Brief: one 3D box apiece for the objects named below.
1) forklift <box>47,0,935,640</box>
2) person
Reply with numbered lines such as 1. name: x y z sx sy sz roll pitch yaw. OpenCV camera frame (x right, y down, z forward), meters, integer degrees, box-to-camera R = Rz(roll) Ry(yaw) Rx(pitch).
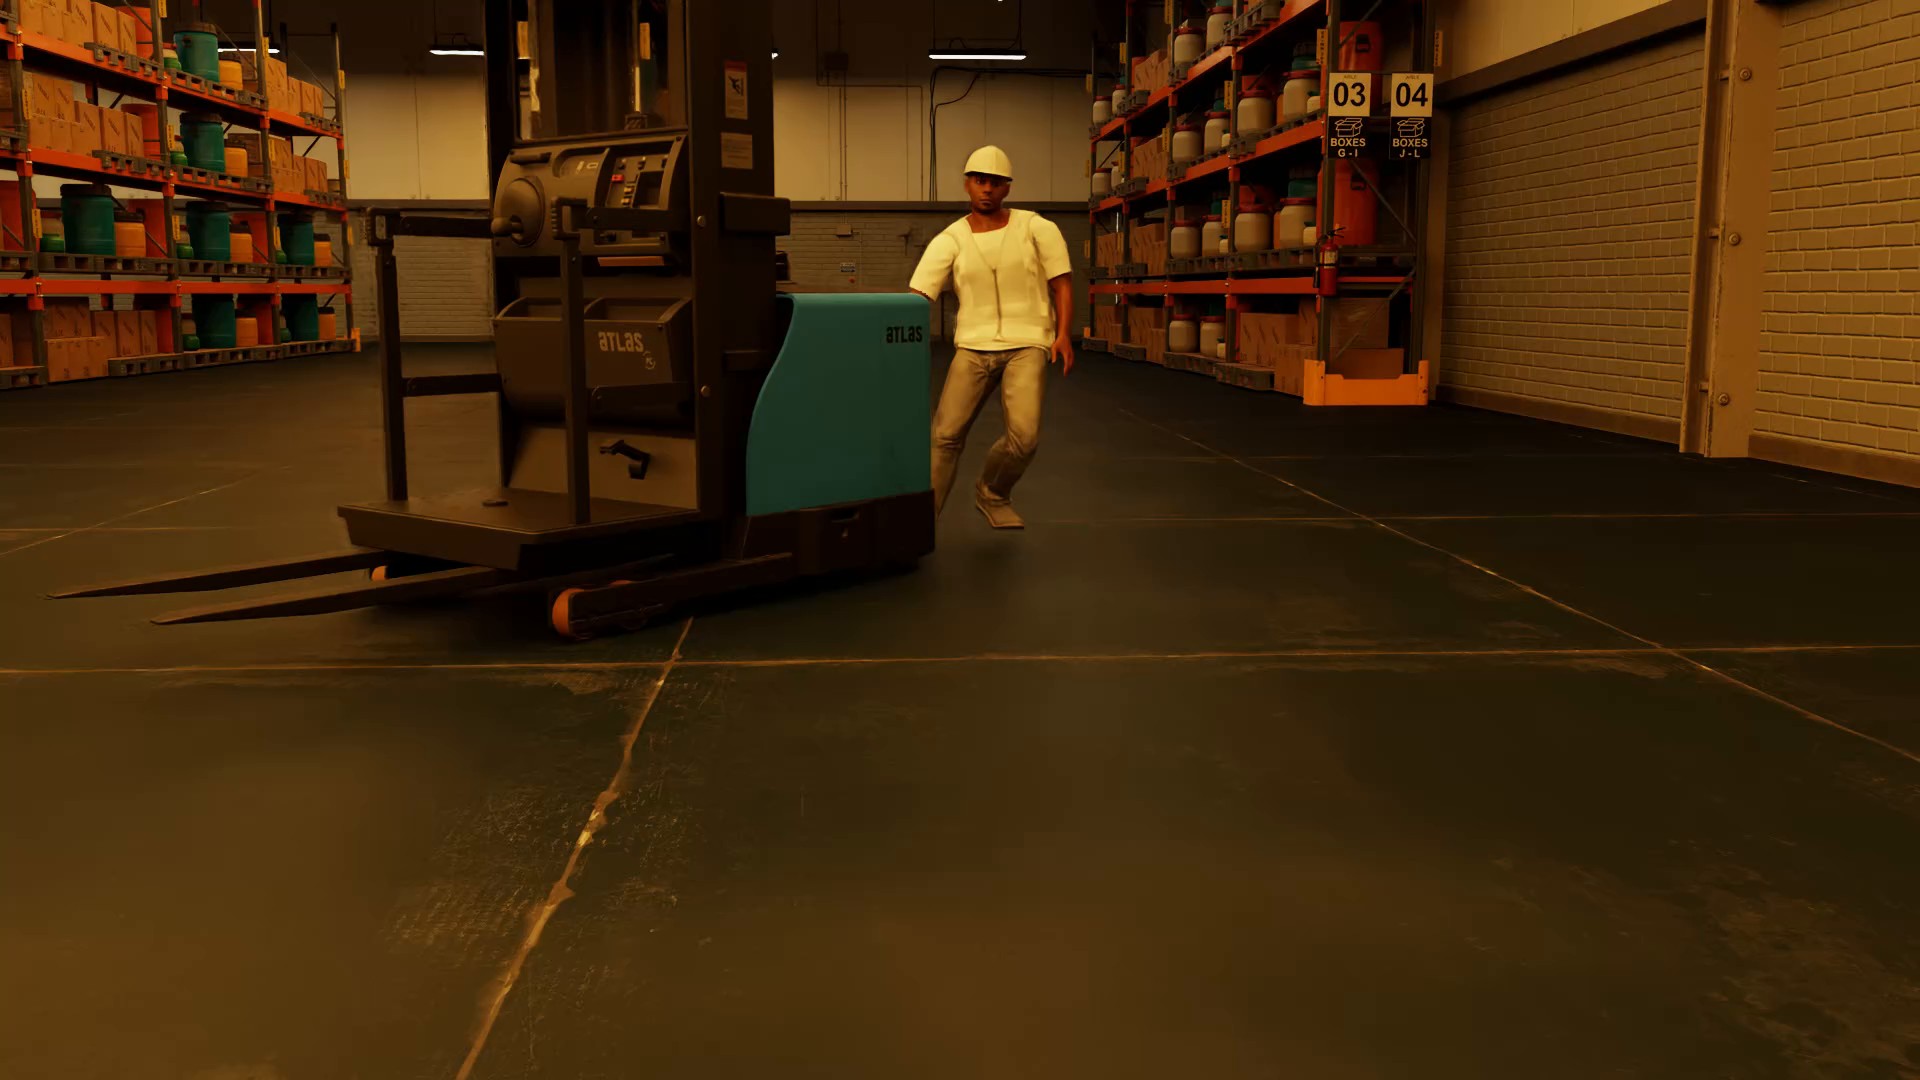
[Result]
1. forklift: -1.409 -1.218 5.535 1.130 2.935 3.031 7 11 38
2. person: 0.097 -0.783 6.875 0.752 1.692 0.733 1 9 9
